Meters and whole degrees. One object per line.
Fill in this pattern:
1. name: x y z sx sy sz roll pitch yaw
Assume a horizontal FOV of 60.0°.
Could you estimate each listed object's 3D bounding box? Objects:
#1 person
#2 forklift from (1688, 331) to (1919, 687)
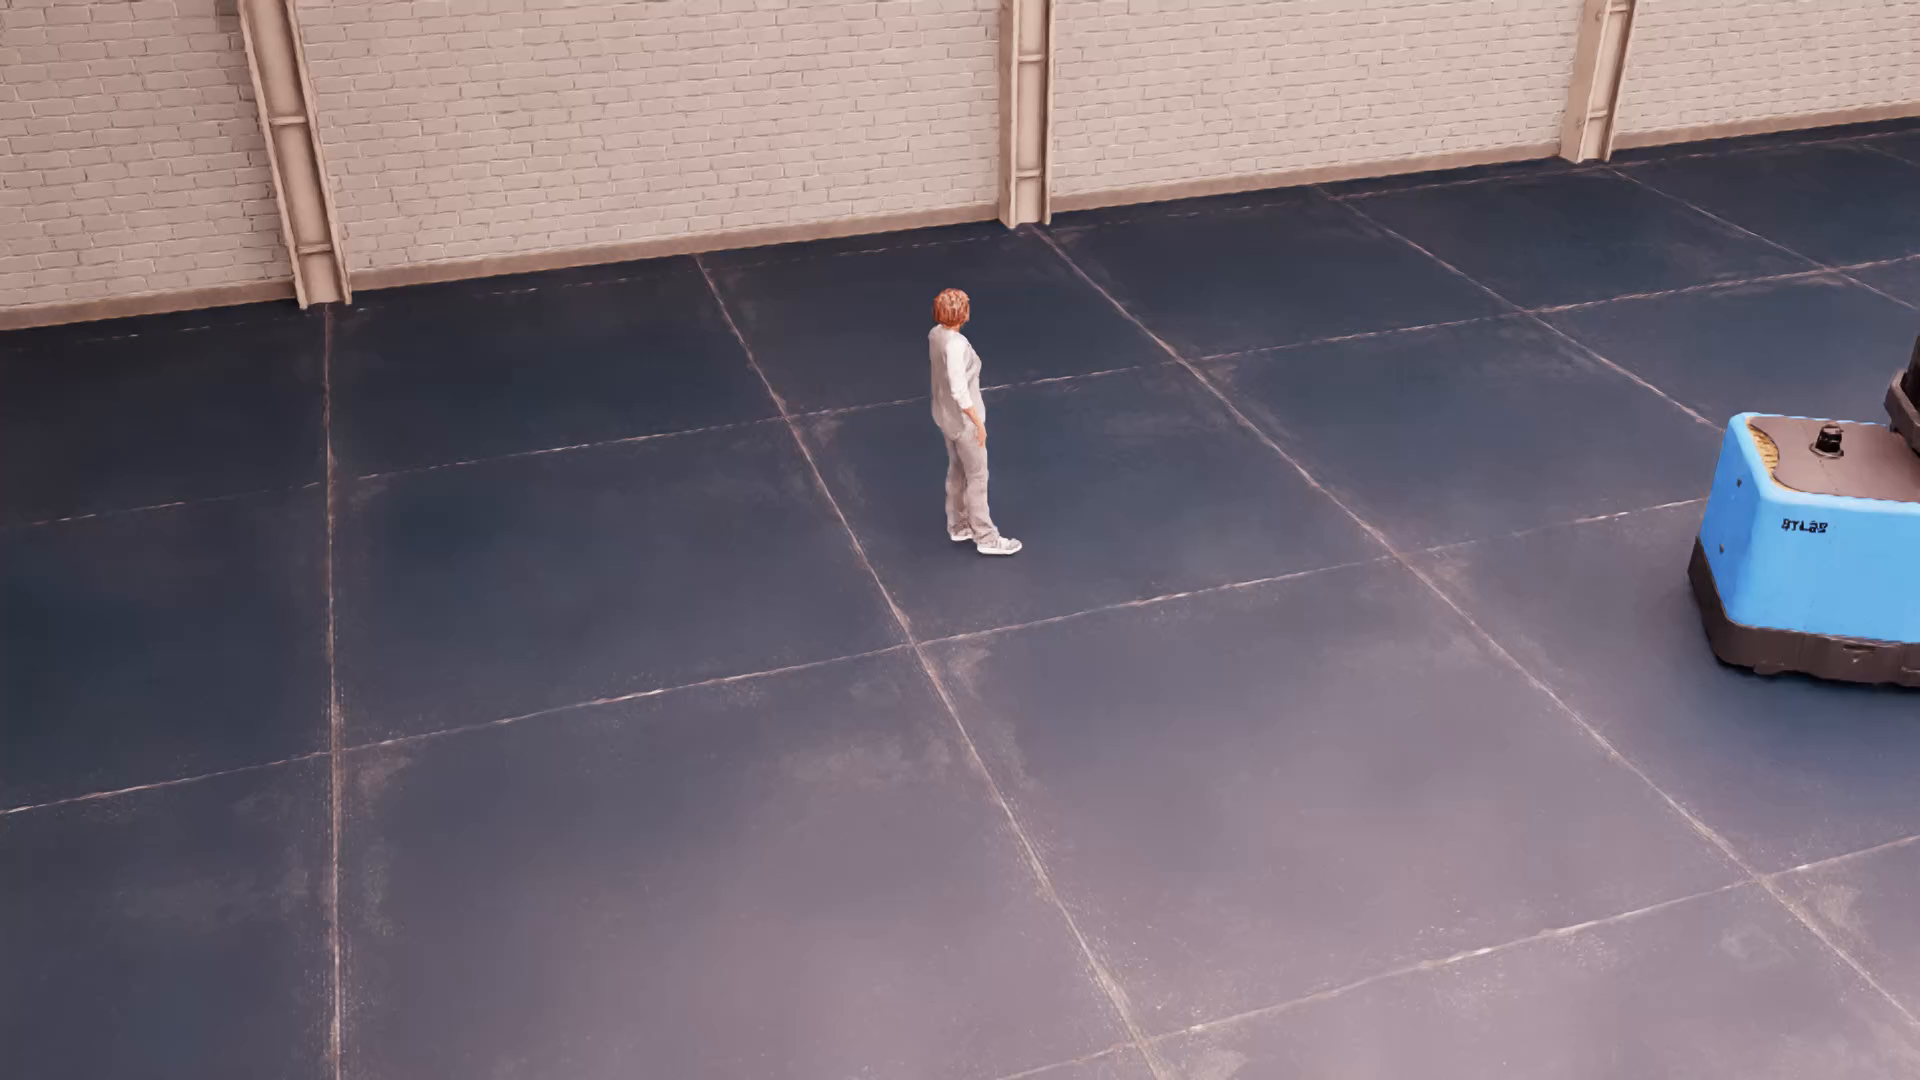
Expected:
1. person: 0.075 -0.704 9.633 0.474 1.597 0.521 -10 31 -16
2. forklift: 5.581 -0.663 8.238 3.031 2.935 1.130 6 30 10
